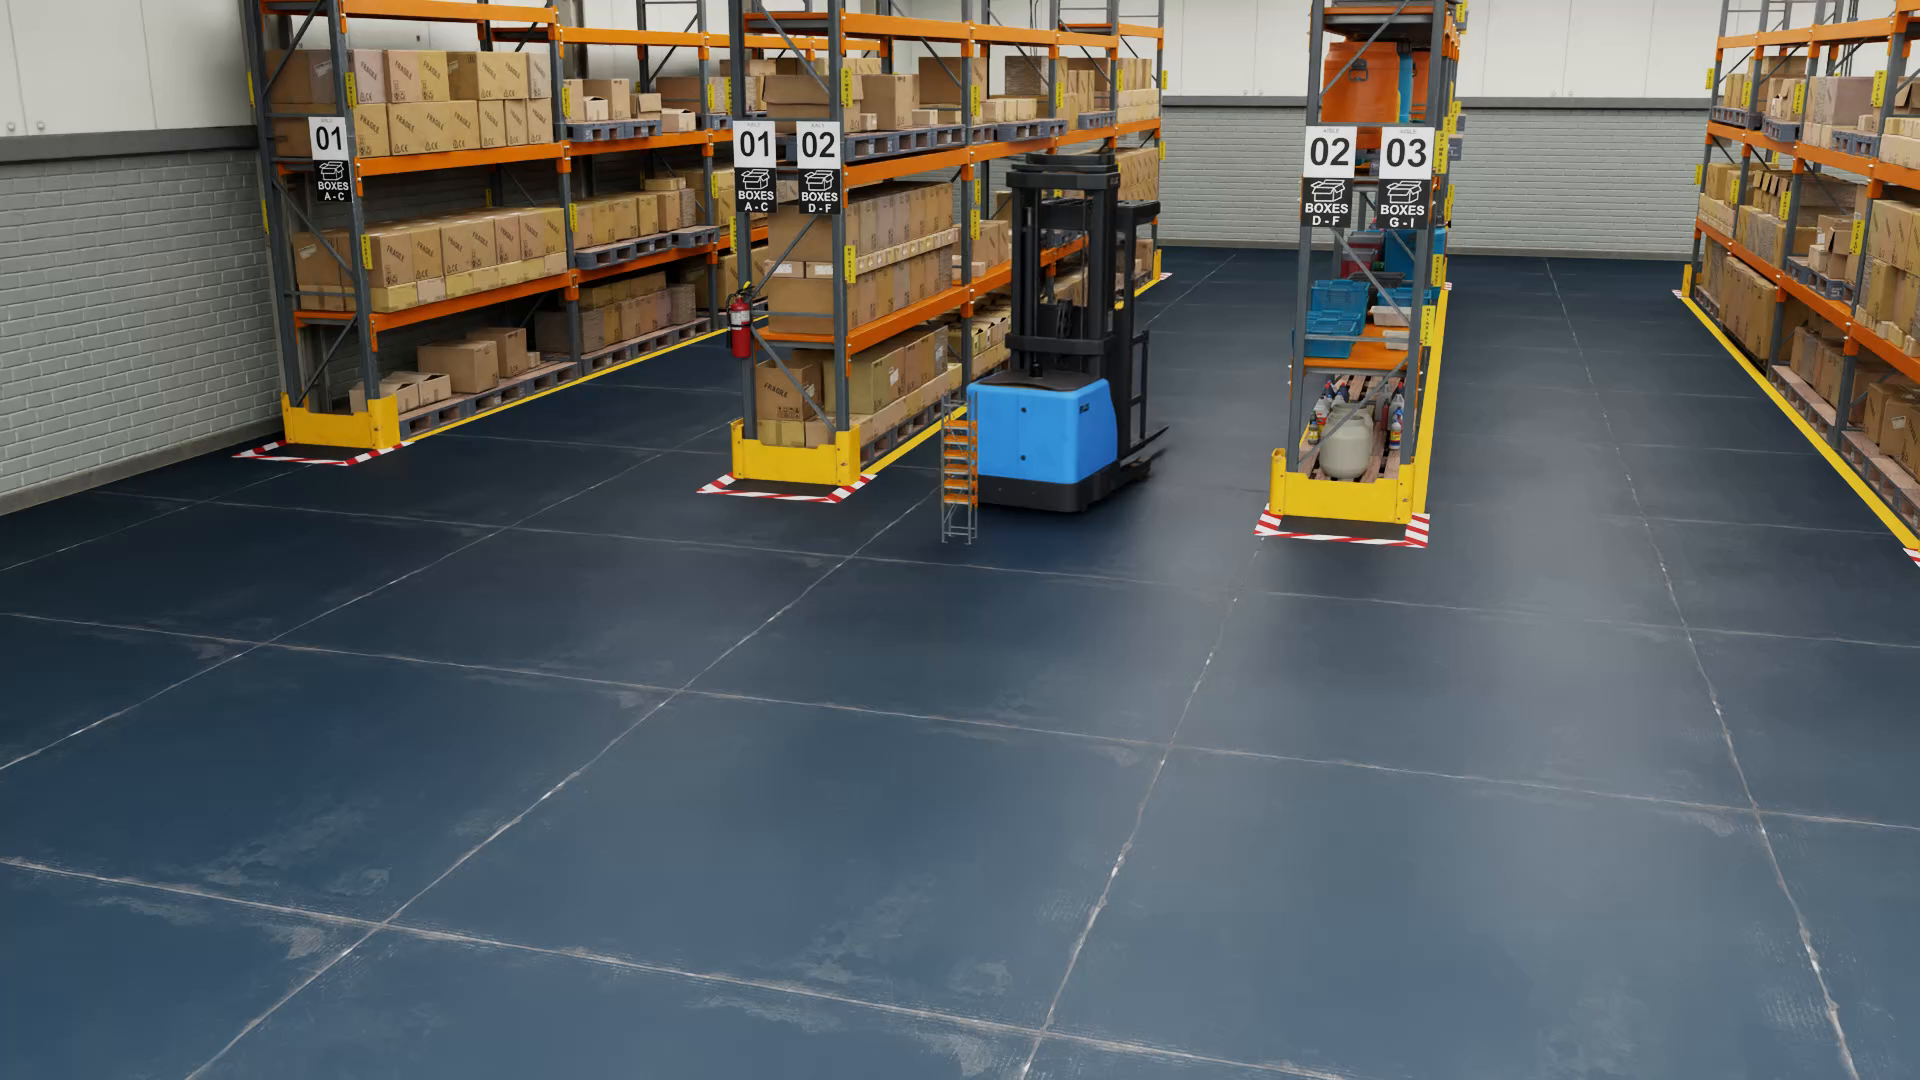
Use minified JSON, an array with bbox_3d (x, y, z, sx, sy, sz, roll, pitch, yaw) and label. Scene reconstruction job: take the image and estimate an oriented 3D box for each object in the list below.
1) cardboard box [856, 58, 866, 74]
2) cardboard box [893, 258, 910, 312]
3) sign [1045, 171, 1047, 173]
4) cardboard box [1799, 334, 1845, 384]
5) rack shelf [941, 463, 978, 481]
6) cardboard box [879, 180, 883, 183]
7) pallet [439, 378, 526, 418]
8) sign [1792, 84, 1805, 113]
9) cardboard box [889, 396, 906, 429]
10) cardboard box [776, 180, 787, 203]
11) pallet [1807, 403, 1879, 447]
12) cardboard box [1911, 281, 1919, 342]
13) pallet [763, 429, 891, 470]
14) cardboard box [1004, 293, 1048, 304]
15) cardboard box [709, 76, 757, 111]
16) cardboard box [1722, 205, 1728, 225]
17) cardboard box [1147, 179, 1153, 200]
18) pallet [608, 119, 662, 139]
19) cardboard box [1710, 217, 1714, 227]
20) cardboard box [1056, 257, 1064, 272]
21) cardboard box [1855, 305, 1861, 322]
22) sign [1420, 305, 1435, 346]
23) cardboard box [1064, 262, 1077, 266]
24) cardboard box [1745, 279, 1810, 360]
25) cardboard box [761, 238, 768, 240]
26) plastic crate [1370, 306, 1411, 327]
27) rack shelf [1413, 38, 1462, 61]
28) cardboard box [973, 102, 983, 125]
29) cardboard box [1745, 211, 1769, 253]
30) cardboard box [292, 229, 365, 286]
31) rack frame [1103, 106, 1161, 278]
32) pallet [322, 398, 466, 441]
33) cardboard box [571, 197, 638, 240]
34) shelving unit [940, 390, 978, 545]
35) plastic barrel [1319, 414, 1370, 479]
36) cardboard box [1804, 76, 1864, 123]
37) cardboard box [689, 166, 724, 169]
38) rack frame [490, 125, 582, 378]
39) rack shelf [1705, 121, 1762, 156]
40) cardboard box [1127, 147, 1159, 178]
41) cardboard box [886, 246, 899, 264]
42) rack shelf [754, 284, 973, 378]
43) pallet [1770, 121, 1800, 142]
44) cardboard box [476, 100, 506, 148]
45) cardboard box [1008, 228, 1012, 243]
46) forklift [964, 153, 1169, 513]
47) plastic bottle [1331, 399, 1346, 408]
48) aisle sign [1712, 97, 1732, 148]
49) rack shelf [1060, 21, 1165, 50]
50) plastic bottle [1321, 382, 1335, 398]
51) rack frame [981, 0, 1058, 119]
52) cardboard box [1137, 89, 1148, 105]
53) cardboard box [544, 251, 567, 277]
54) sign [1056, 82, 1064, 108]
[{"bbox_3d":[-1.945,-8.095,28.824,0.500,0.500,0.500,4,16,13],"label":"cardboard box"},{"bbox_3d":[-0.920,-2.599,16.811,0.700,0.500,0.500,5,17,18],"label":"cardboard box"},{"bbox_3d":[1.386,-5.620,26.060,0.100,0.325,0.005,5,16,16],"label":"sign"},{"bbox_3d":[9.952,-2.034,18.778,0.700,0.500,0.500,3,16,11],"label":"cardboard box"},{"bbox_3d":[-0.004,-0.531,13.164,0.258,0.103,0.180,5,16,16],"label":"rack shelf"},{"bbox_3d":[-1.841,-6.603,30.564,0.980,0.700,0.700,5,17,18],"label":"cardboard box"},{"bbox_3d":[-5.618,-1.614,18.632,1.003,0.211,1.213,5,16,16],"label":"pallet"},{"bbox_3d":[9.738,-5.123,19.305,0.100,0.325,0.005,5,16,16],"label":"sign"},{"bbox_3d":[-0.855,-1.288,16.644,0.500,0.250,0.500,5,16,16],"label":"cardboard box"},{"bbox_3d":[-3.018,-5.342,25.902,0.500,0.500,0.500,5,16,16],"label":"cardboard box"},{"bbox_3d":[9.351,-1.164,17.045,1.003,0.211,1.213,5,16,16],"label":"pallet"},{"bbox_3d":[8.388,-1.856,13.646,0.875,0.500,0.500,5,16,16],"label":"cardboard box"},{"bbox_3d":[-1.325,-0.886,16.066,1.003,0.211,1.213,5,16,16],"label":"pallet"},{"bbox_3d":[0.859,-3.110,22.039,0.500,0.311,0.500,5,17,17],"label":"cardboard box"},{"bbox_3d":[-3.498,-6.751,25.148,0.700,0.500,0.500,5,16,16],"label":"cardboard box"},{"bbox_3d":[11.423,-4.737,24.262,0.500,0.250,0.500,5,17,18],"label":"cardboard box"},{"bbox_3d":[3.034,-5.984,28.746,0.500,0.500,0.500,5,17,16],"label":"cardboard box"},{"bbox_3d":[-4.547,-5.231,21.123,1.213,0.211,1.003,5,16,16],"label":"pallet"},{"bbox_3d":[11.688,-4.850,25.393,0.380,0.149,0.250,4,16,14],"label":"cardboard box"},{"bbox_3d":[1.253,-4.164,24.914,0.500,0.250,0.500,5,16,16],"label":"cardboard box"},{"bbox_3d":[8.782,-2.148,15.865,0.380,0.149,0.250,5,16,16],"label":"cardboard box"},{"bbox_3d":[3.772,-1.728,13.419,0.100,0.325,0.005,5,16,16],"label":"sign"},{"bbox_3d":[1.537,-4.065,25.939,0.500,0.500,0.500,4,16,13],"label":"cardboard box"},{"bbox_3d":[10.484,-2.707,20.499,1.225,0.875,0.875,4,16,13],"label":"cardboard box"},{"bbox_3d":[-2.903,-4.534,26.989,0.750,0.750,0.750,5,17,17],"label":"cardboard box"},{"bbox_3d":[4.164,-2.114,15.770,0.530,0.136,0.437,5,16,16],"label":"plastic crate"},{"bbox_3d":[7.224,-7.649,25.858,1.077,0.370,4.000,5,16,16],"label":"rack shelf"},{"bbox_3d":[-0.028,-4.948,19.285,0.500,0.250,0.500,3,16,10],"label":"cardboard box"},{"bbox_3d":[10.750,-4.079,22.030,0.500,0.500,0.500,4,16,15],"label":"cardboard box"},{"bbox_3d":[-6.323,-2.845,16.728,0.500,0.500,0.500,4,16,15],"label":"cardboard box"},{"bbox_3d":[3.045,-6.210,29.727,1.000,3.000,0.127,5,16,16],"label":"rack frame"},{"bbox_3d":[-5.966,-1.295,17.510,1.003,0.211,1.213,5,16,16],"label":"pallet"},{"bbox_3d":[-4.616,-4.164,21.525,0.700,0.500,0.500,7,17,24],"label":"cardboard box"},{"bbox_3d":[-0.004,-0.573,13.152,0.258,1.200,0.189,5,16,16],"label":"shelving unit"},{"bbox_3d":[3.360,-0.822,14.521,0.421,0.512,0.421,0,16,0],"label":"plastic barrel"},{"bbox_3d":[9.888,-4.977,18.782,0.500,0.500,0.500,5,17,16],"label":"cardboard box"},{"bbox_3d":[-3.799,-5.470,24.978,0.500,0.250,0.500,4,16,14],"label":"cardboard box"},{"bbox_3d":[-5.116,-3.454,20.009,1.000,3.000,0.127,5,16,16],"label":"rack frame"},{"bbox_3d":[11.973,-6.015,24.859,1.077,0.370,4.000,5,16,16],"label":"rack shelf"},{"bbox_3d":[3.182,-6.601,29.091,0.500,0.500,0.500,4,16,15],"label":"cardboard box"},{"bbox_3d":[-0.820,-2.807,16.358,0.380,0.149,0.250,4,16,15],"label":"cardboard box"},{"bbox_3d":[-0.934,-2.201,16.912,1.077,0.370,4.000,5,16,16],"label":"rack shelf"},{"bbox_3d":[10.400,-4.873,19.861,1.213,0.211,1.003,5,17,18],"label":"pallet"},{"bbox_3d":[-5.300,-4.524,18.066,0.500,0.500,0.500,4,16,14],"label":"cardboard box"},{"bbox_3d":[0.626,-3.982,22.036,0.500,0.311,0.500,6,17,19],"label":"cardboard box"},{"bbox_3d":[1.120,-1.996,14.996,1.130,2.935,3.031,7,17,24],"label":"forklift"},{"bbox_3d":[3.730,-1.242,16.398,0.152,0.276,0.135,5,16,16],"label":"plastic bottle"},{"bbox_3d":[12.274,-6.734,26.809,0.394,0.787,0.004,5,16,16],"label":"aisle sign"},{"bbox_3d":[2.476,-8.225,27.162,1.077,0.370,4.000,5,16,16],"label":"rack shelf"},{"bbox_3d":[3.755,-1.444,16.971,0.144,0.351,0.185,5,17,17],"label":"plastic bottle"},{"bbox_3d":[0.771,-7.003,21.529,1.000,3.000,0.127,5,16,16],"label":"rack frame"},{"bbox_3d":[2.856,-7.406,27.805,0.500,0.250,0.500,5,16,16],"label":"cardboard box"},{"bbox_3d":[-4.960,-3.244,19.507,0.500,0.250,0.500,5,16,16],"label":"cardboard box"},{"bbox_3d":[1.301,-5.802,21.698,0.100,0.325,0.005,5,16,16],"label":"sign"}]
